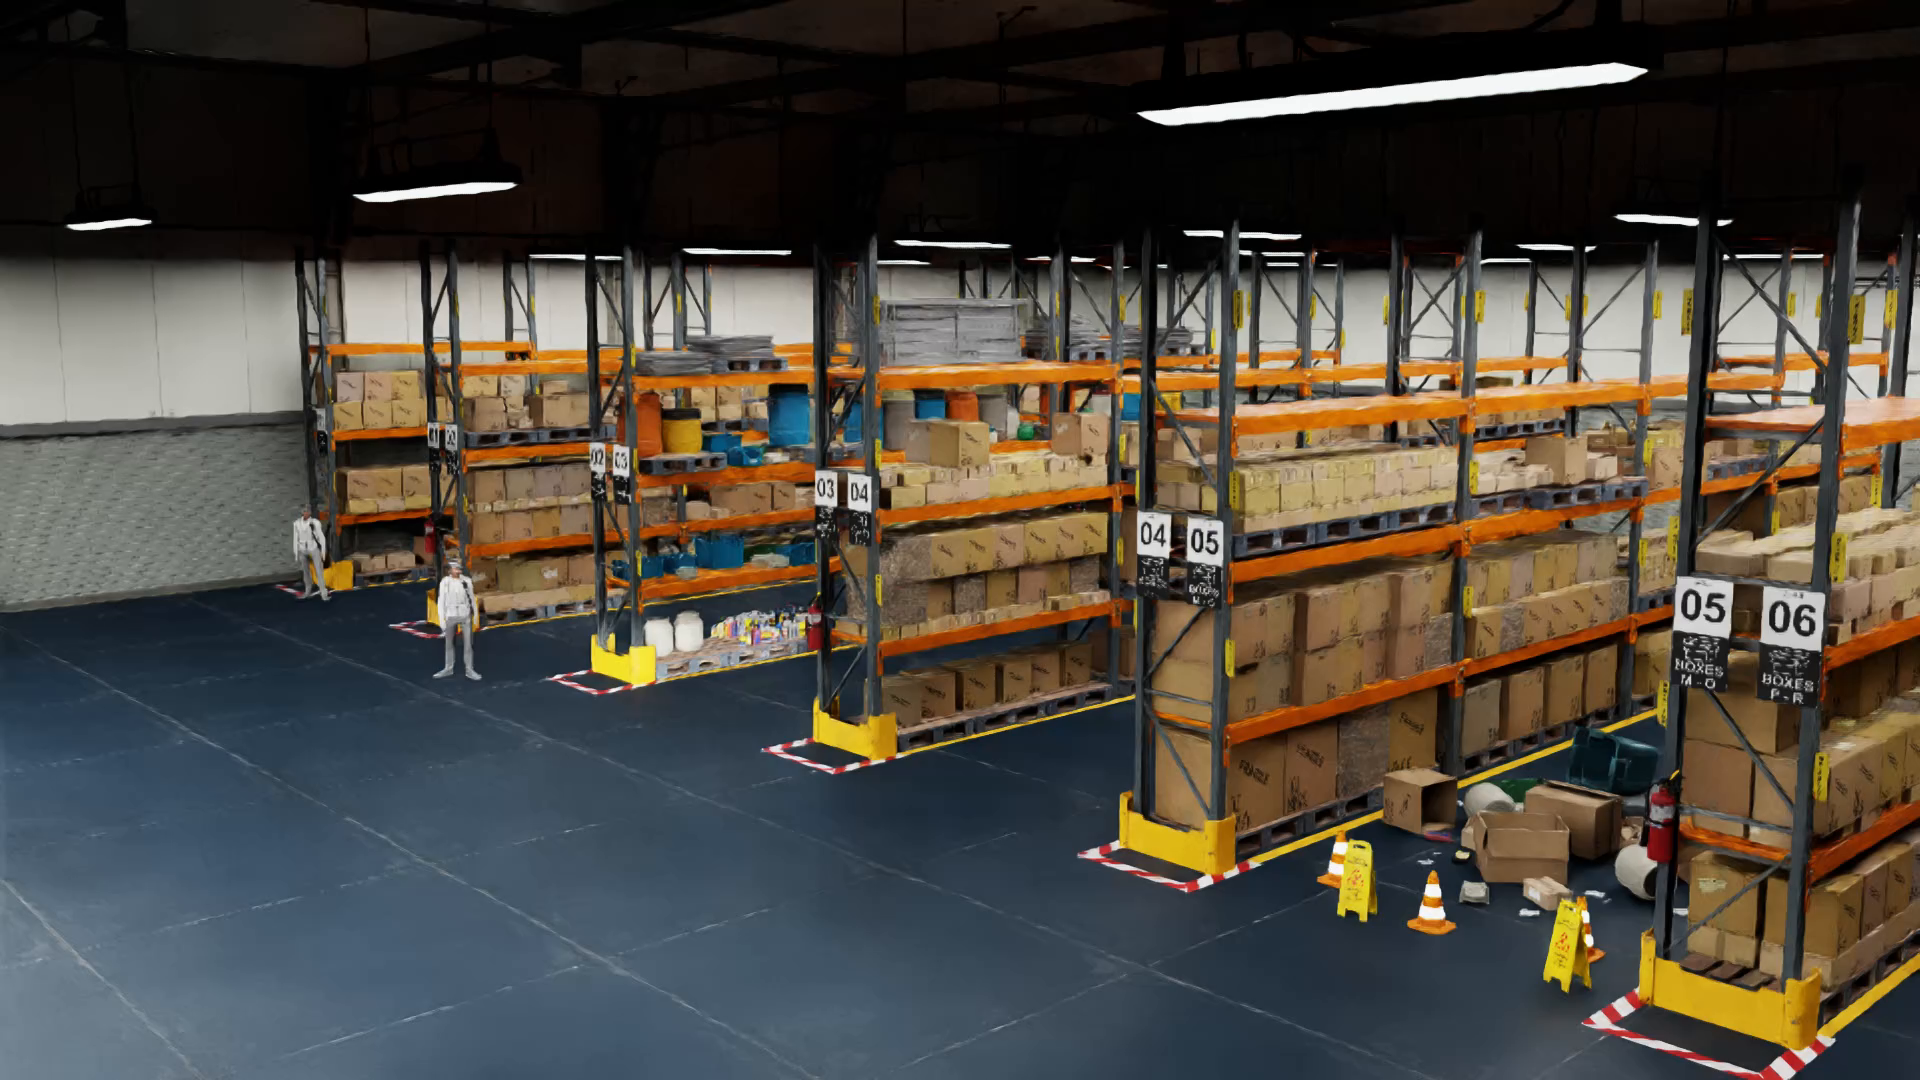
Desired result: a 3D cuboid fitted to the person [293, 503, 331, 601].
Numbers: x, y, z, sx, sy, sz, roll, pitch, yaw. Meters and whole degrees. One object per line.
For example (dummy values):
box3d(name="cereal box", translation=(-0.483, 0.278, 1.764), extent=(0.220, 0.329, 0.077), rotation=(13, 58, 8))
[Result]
box3d(name="person", translation=(-11.024, 0.191, 28.278), extent=(0.685, 1.669, 0.553), rotation=(-1, 8, -4))

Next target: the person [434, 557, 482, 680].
box3d(name="person", translation=(-6.826, 1.052, 22.483), extent=(0.634, 1.677, 0.421), rotation=(-2, 9, -16))

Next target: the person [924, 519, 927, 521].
box3d(name="person", translation=(-0.534, -0.222, 30.916), extent=(1.044, 1.736, 0.564), rotation=(-8, 11, -43))
